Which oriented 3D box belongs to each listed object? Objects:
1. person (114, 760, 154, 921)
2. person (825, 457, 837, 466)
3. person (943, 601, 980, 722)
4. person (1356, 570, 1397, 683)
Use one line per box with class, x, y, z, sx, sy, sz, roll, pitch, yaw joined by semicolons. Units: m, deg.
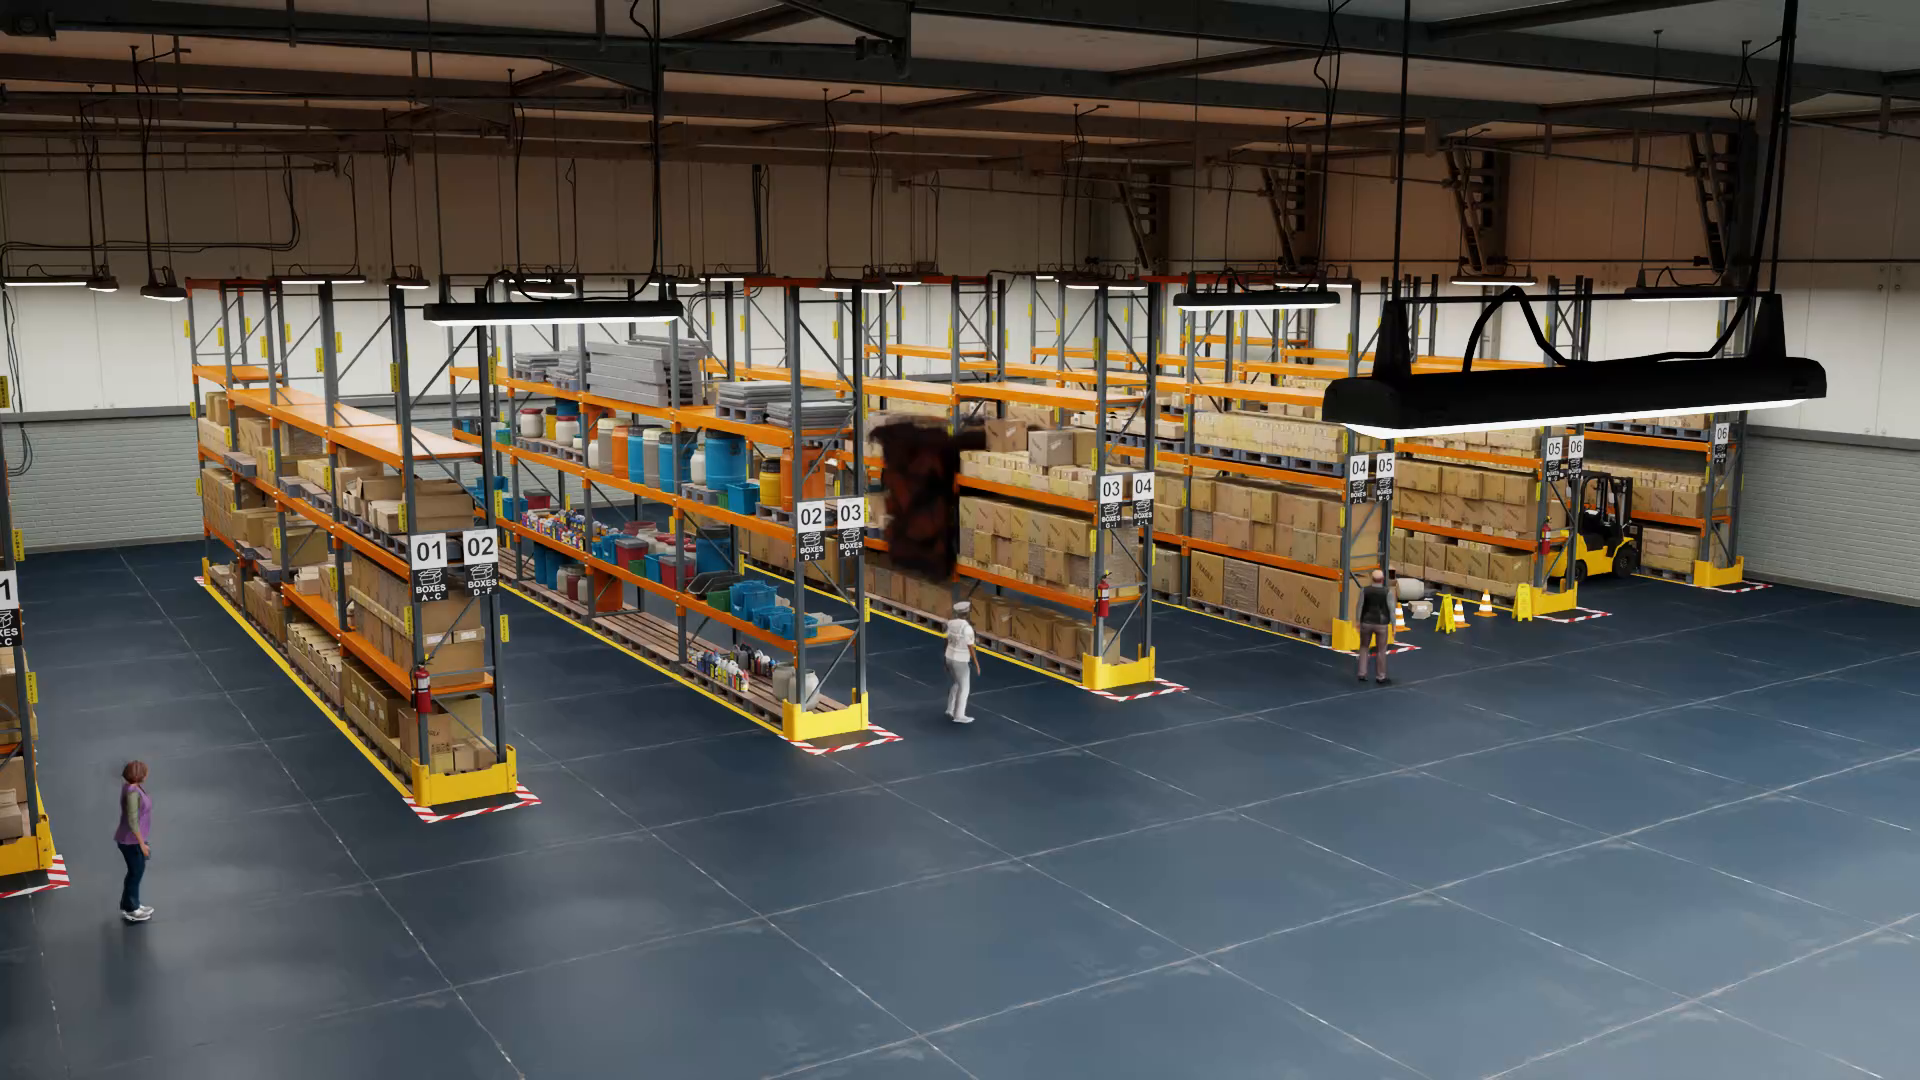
person;-7.975;2.898;16.049;0.386;1.598;0.481;-2;10;-14
person;-3.315;-1.408;41.144;0.783;1.747;0.726;-6;11;-34
person;0.006;1.713;23.015;0.369;1.719;0.569;-6;11;-31
person;6.289;1.339;25.131;0.606;1.809;0.387;5;11;26
